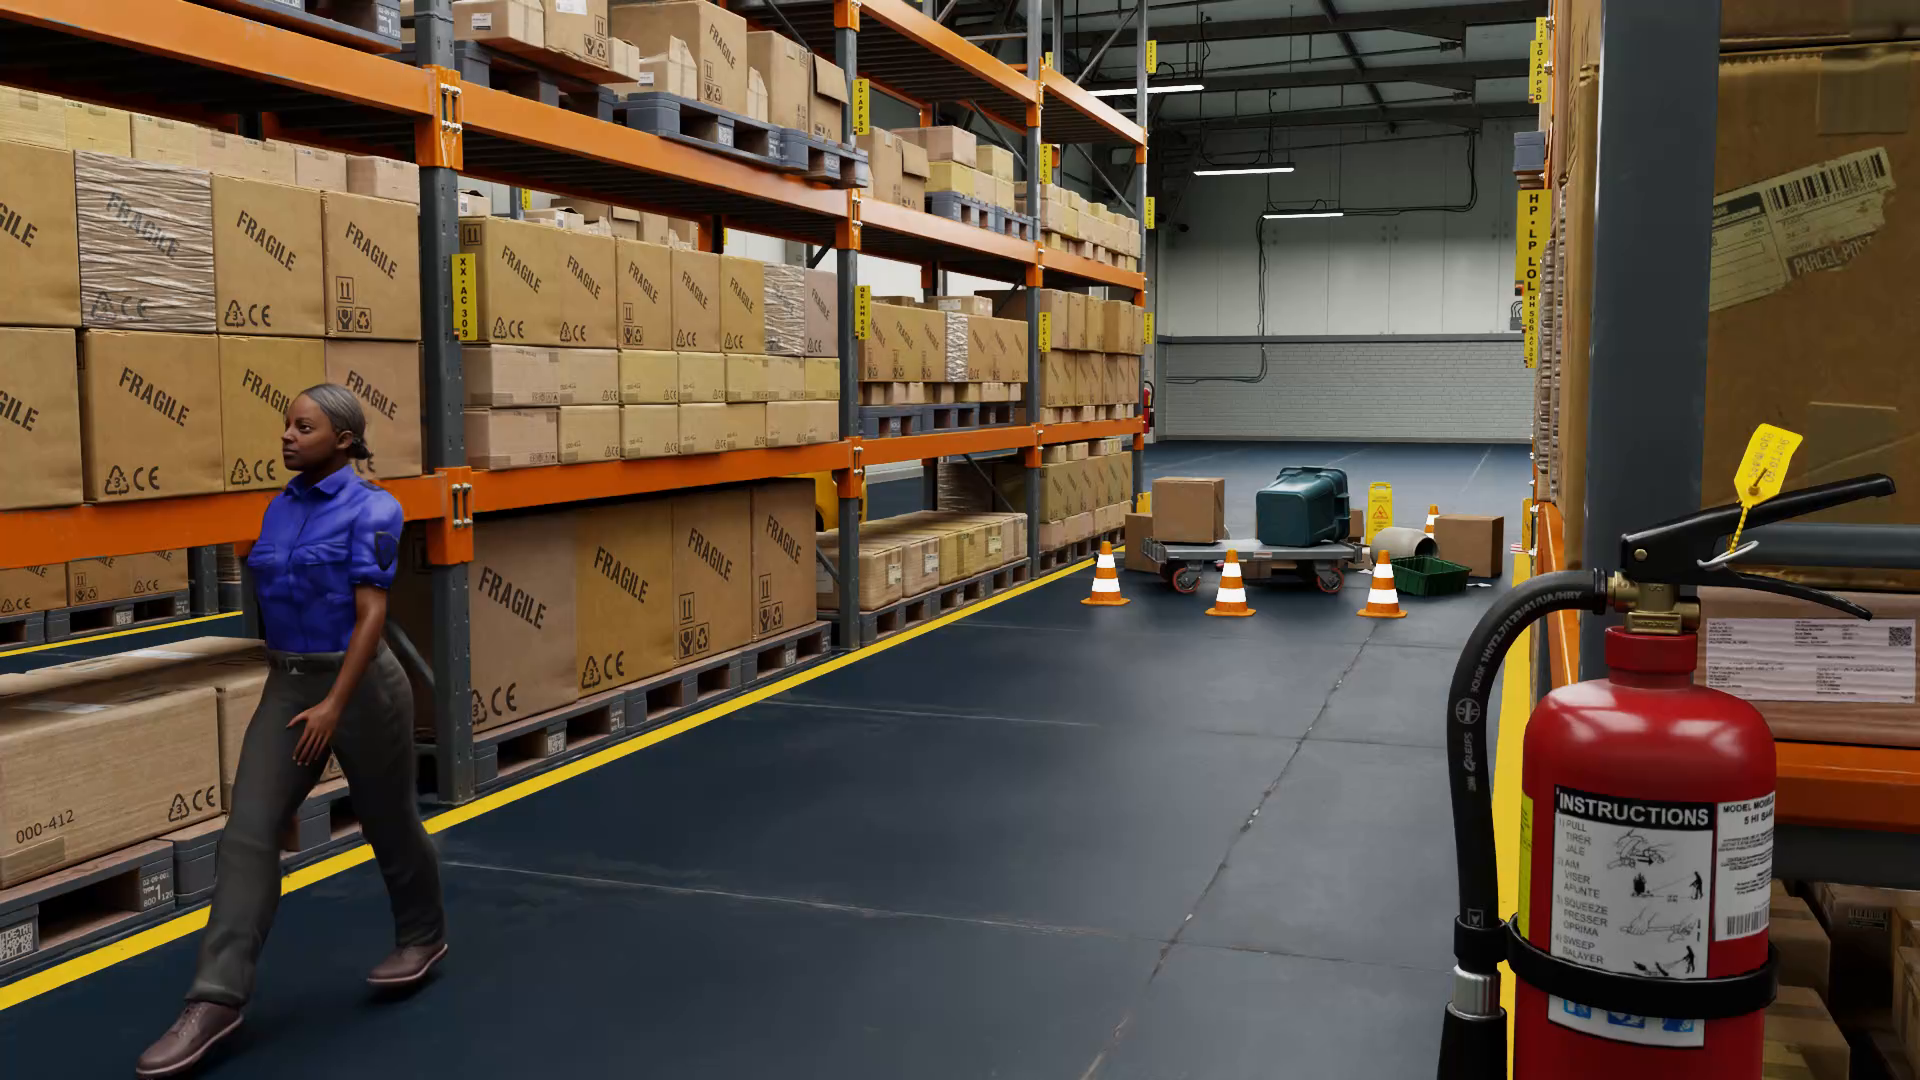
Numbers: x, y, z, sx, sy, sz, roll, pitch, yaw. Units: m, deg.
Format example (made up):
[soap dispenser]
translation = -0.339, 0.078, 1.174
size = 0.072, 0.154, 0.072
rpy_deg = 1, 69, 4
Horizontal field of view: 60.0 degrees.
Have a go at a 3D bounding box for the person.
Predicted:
[person]
translation = -1.639, 0.416, 4.178
size = 0.439, 1.610, 0.927
rpy_deg = 2, 6, 18
